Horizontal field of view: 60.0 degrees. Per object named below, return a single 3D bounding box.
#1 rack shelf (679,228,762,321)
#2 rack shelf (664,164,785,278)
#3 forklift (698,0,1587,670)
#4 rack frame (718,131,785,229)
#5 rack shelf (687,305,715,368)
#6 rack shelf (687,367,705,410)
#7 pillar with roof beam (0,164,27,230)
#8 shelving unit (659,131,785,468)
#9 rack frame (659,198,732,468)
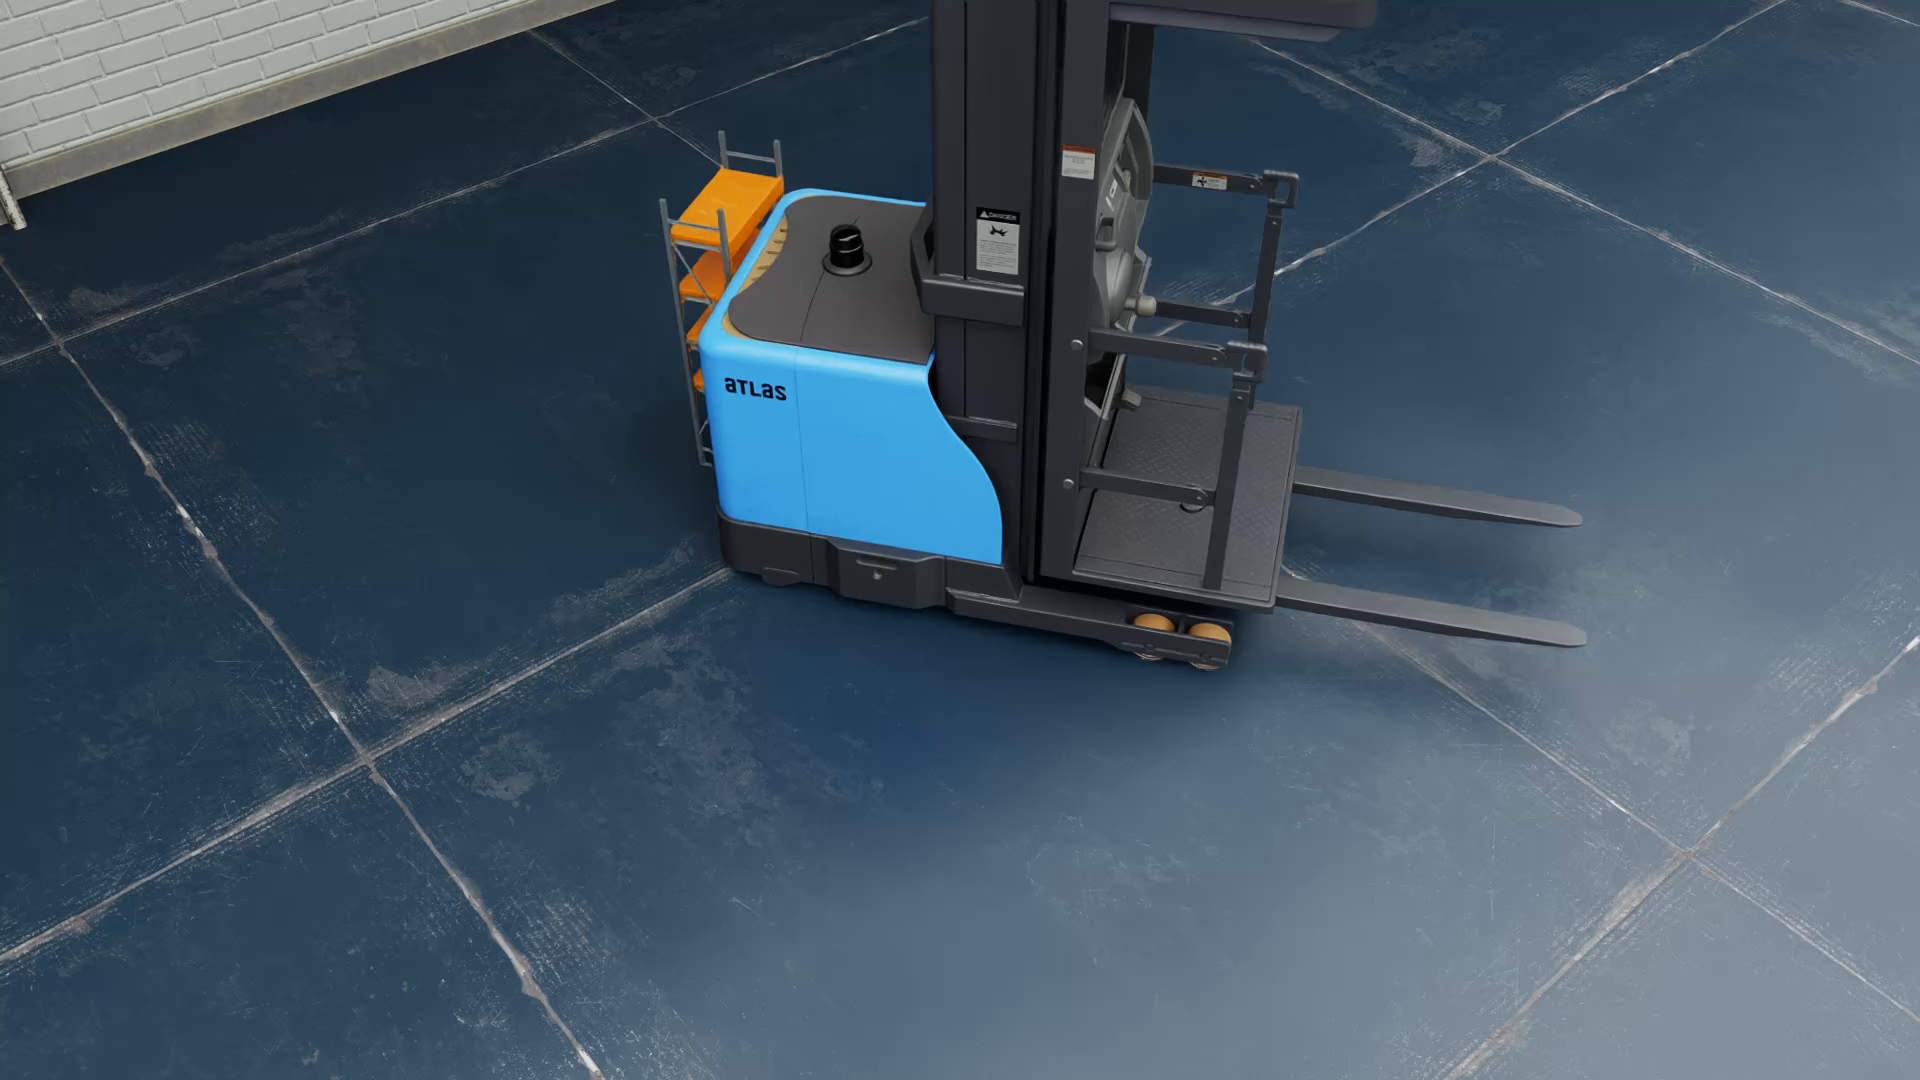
[{"bbox_3d":[-0.843,-0.988,6.194,0.258,0.148,0.480,12,45,14],"label":"rack shelf"},{"bbox_3d":[-0.845,-1.161,6.033,0.258,0.148,0.480,12,45,14],"label":"rack shelf"},{"bbox_3d":[0.701,-1.022,5.198,3.031,2.935,1.130,9,44,10],"label":"forklift"},{"bbox_3d":[-0.763,-1.032,6.469,0.240,1.200,0.015,12,45,14],"label":"rack frame"},{"bbox_3d":[-0.840,-0.824,6.347,0.258,0.148,0.480,12,45,14],"label":"rack shelf"},{"bbox_3d":[-0.838,-0.679,6.482,0.258,0.148,0.480,12,45,14],"label":"rack shelf"},{"bbox_3d":[-1.874,-2.490,2.328,0.400,9.000,9.100,-30,51,-28],"label":"pillar with roof beam"},{"bbox_3d":[-0.841,-0.873,6.301,0.258,1.200,0.503,12,45,14],"label":"shelving unit"},{"bbox_3d":[-0.918,-0.715,6.132,0.240,1.200,0.015,12,45,14],"label":"rack frame"}]
